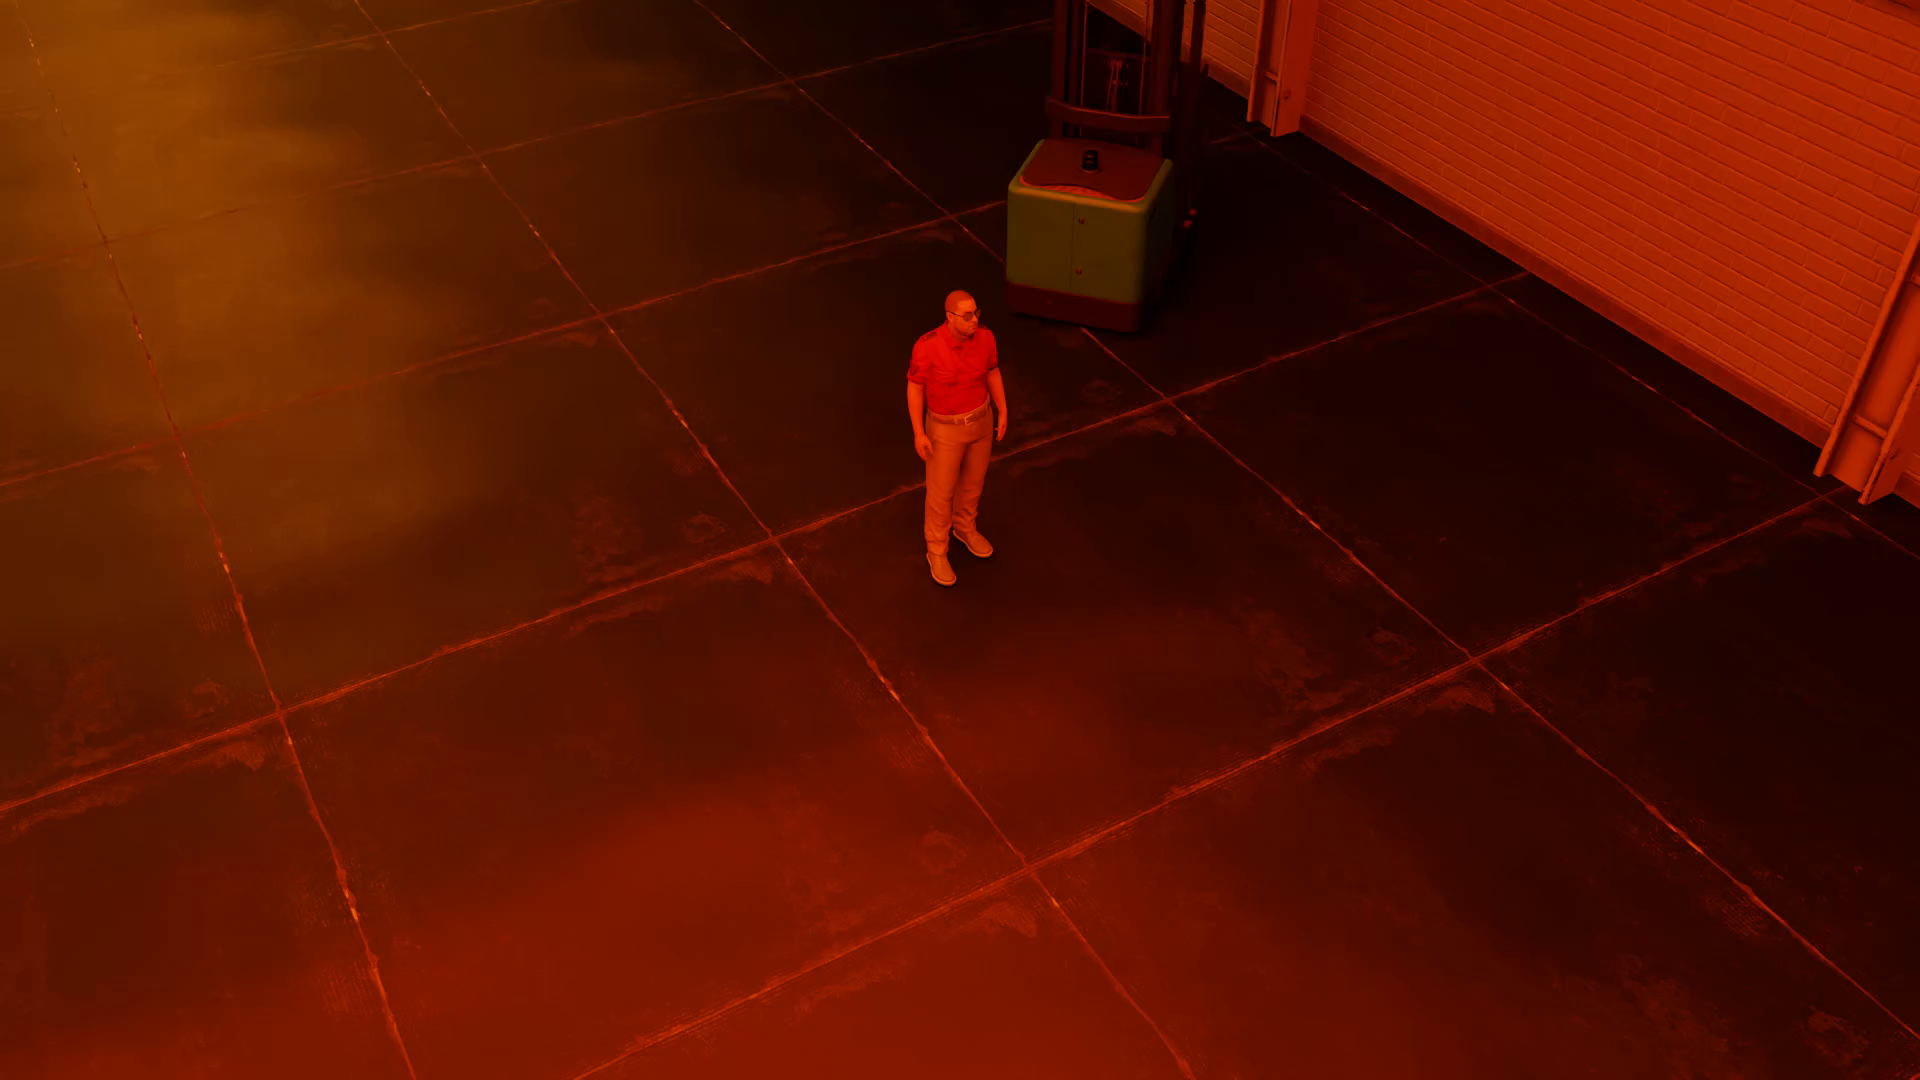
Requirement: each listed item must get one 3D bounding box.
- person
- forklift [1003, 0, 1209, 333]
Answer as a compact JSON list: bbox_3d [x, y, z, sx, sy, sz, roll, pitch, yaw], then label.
[{"bbox_3d":[0.035,-0.617,9.711,0.640,1.727,0.551,-20,44,-23],"label":"person"},{"bbox_3d":[1.289,-3.576,12.348,1.130,2.935,3.031,13,41,15],"label":"forklift"}]
